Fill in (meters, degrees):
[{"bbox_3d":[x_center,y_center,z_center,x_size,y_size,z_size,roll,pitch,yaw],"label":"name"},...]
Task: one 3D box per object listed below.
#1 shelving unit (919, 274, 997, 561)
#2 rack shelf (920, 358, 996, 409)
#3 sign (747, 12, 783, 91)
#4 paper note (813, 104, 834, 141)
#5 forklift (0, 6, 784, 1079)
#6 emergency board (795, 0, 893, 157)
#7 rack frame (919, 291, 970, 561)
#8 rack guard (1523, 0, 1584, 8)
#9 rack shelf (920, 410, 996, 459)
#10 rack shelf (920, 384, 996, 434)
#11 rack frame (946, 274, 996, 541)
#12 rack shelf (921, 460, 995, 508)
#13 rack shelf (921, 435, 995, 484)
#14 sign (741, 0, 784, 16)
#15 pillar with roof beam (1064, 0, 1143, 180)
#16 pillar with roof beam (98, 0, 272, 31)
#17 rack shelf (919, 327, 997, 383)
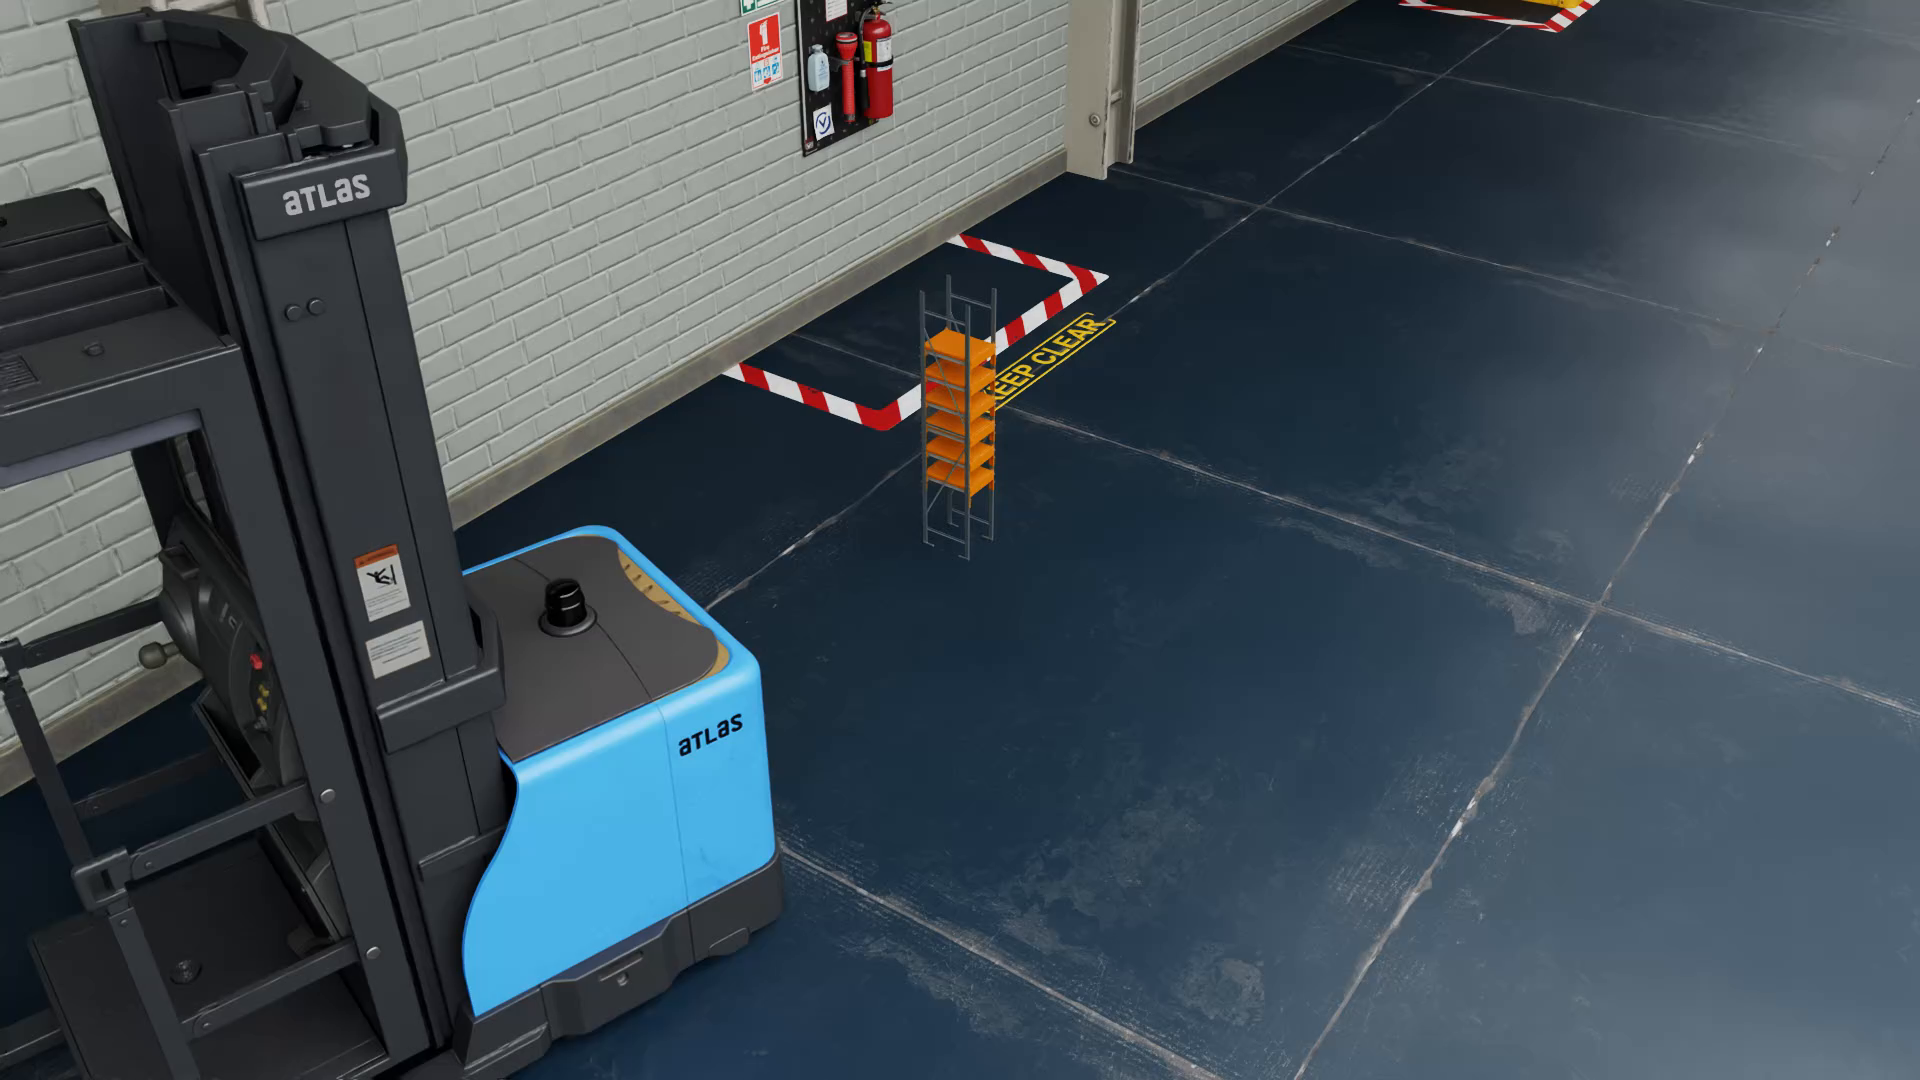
[{"bbox_3d":[-0.008,-0.490,6.904,0.258,1.200,0.189,21,39,28],"label":"shelving unit"},{"bbox_3d":[-0.008,-0.652,6.794,0.258,0.103,0.180,21,39,28],"label":"rack shelf"},{"bbox_3d":[-0.939,-2.359,8.028,0.001,0.329,0.234,21,39,28],"label":"sign"},{"bbox_3d":[-0.697,-2.141,8.525,0.016,0.148,0.142,21,39,28],"label":"paper note"},{"bbox_3d":[-2.042,0.323,4.155,3.031,2.935,1.130,-24,41,-31],"label":"forklift"},{"bbox_3d":[-0.539,-2.565,8.366,0.194,1.169,0.643,21,39,28],"label":"emergency board"},{"bbox_3d":[-0.060,-0.448,6.842,0.240,1.200,0.006,21,39,28],"label":"rack frame"},{"bbox_3d":[4.677,-4.853,13.980,1.175,0.500,0.348,21,39,28],"label":"rack guard"},{"bbox_3d":[-0.008,-0.454,6.929,0.258,0.103,0.180,21,39,28],"label":"rack shelf"},{"bbox_3d":[-0.008,-0.553,6.862,0.258,0.103,0.180,21,39,28],"label":"rack shelf"},{"bbox_3d":[0.044,-0.532,6.966,0.240,1.200,0.006,21,39,28],"label":"rack frame"},{"bbox_3d":[-0.008,-0.255,7.063,0.258,0.103,0.180,21,39,28],"label":"rack shelf"},{"bbox_3d":[-0.008,-0.354,6.996,0.258,0.103,0.180,21,39,28],"label":"rack shelf"},{"bbox_3d":[-0.929,-2.577,7.879,0.001,0.109,0.331,21,39,28],"label":"sign"},{"bbox_3d":[4.438,-4.801,6.316,9.100,9.000,0.400,21,39,28],"label":"pillar with roof beam"},{"bbox_3d":[1.017,-2.039,2.233,9.100,9.000,0.400,21,39,28],"label":"pillar with roof beam"},{"bbox_3d":[-0.008,-0.752,6.727,0.258,0.103,0.180,21,39,28],"label":"rack shelf"}]
